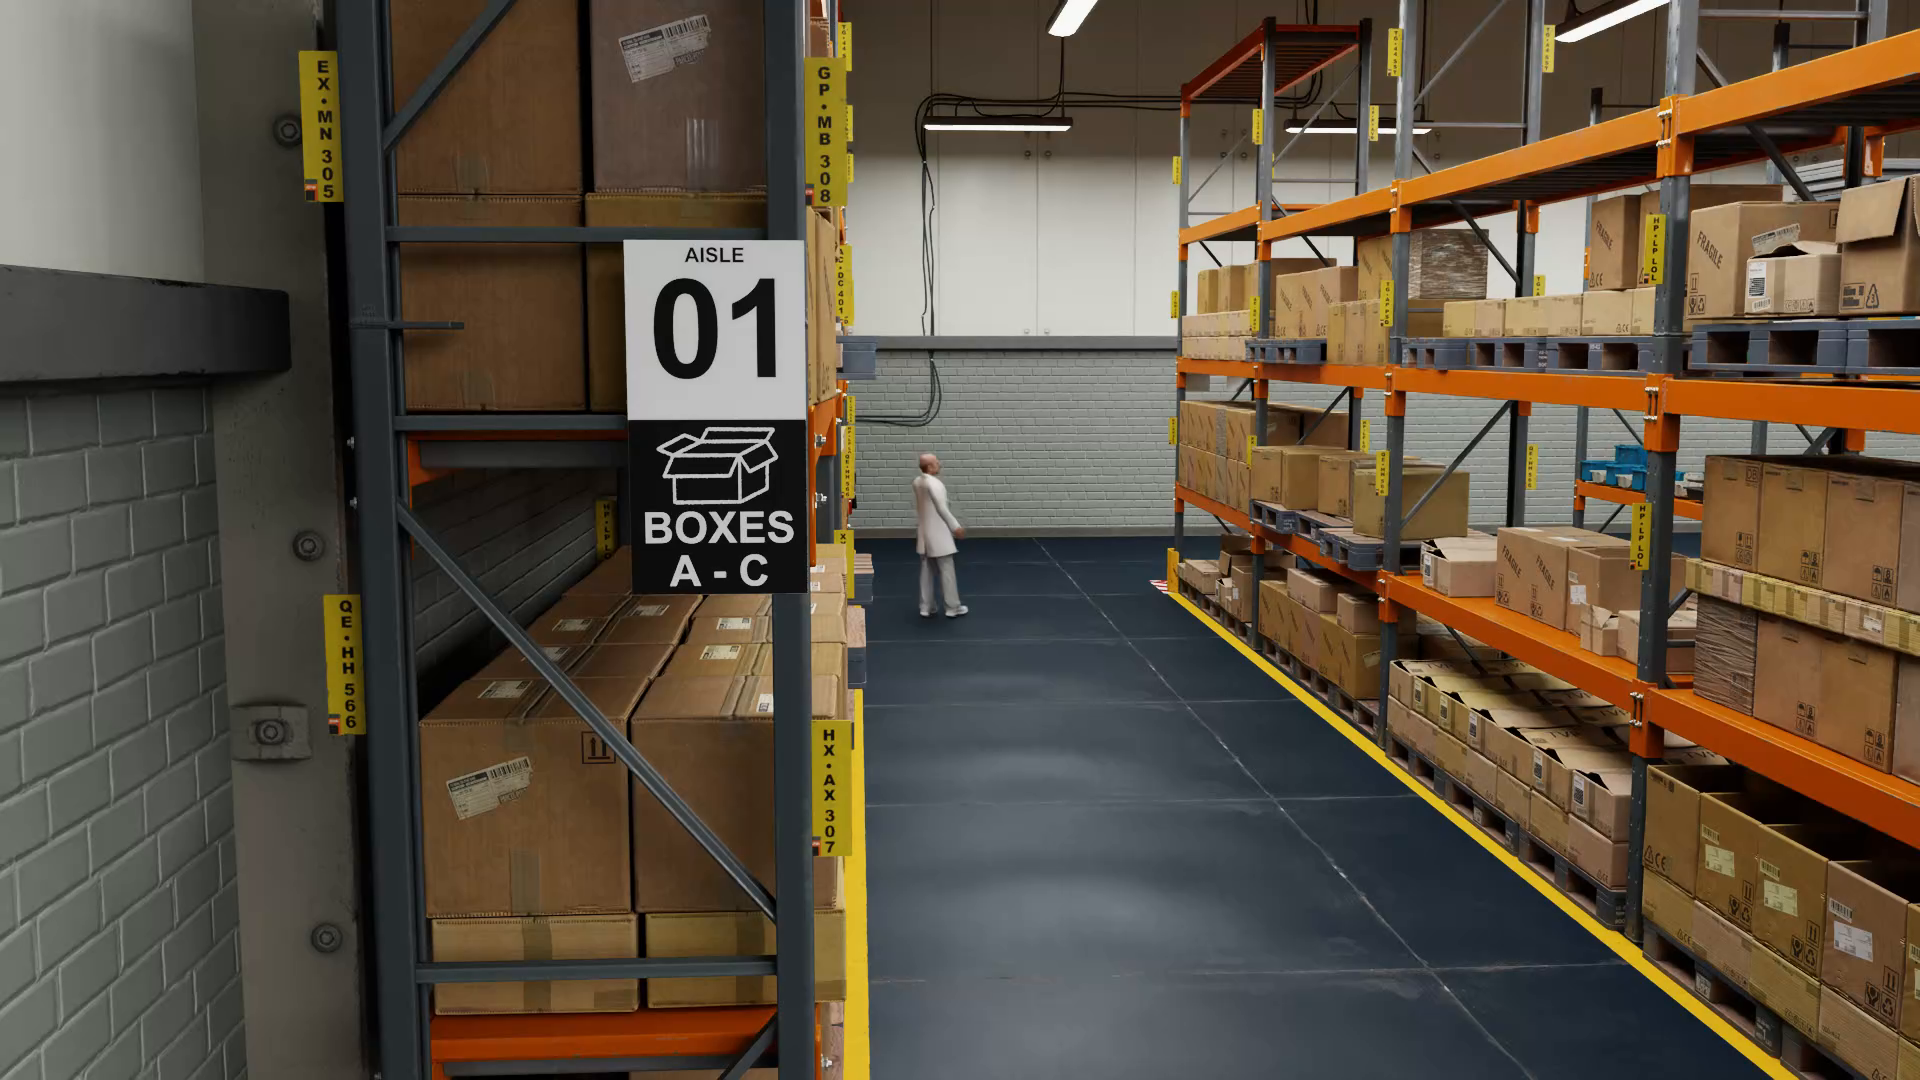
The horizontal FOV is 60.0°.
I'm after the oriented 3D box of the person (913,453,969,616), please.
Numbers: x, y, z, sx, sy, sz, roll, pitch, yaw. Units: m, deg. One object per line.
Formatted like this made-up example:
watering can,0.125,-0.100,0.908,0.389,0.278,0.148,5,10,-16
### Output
person,-0.209,-0.065,18.223,0.577,1.782,0.580,-4,8,-32
